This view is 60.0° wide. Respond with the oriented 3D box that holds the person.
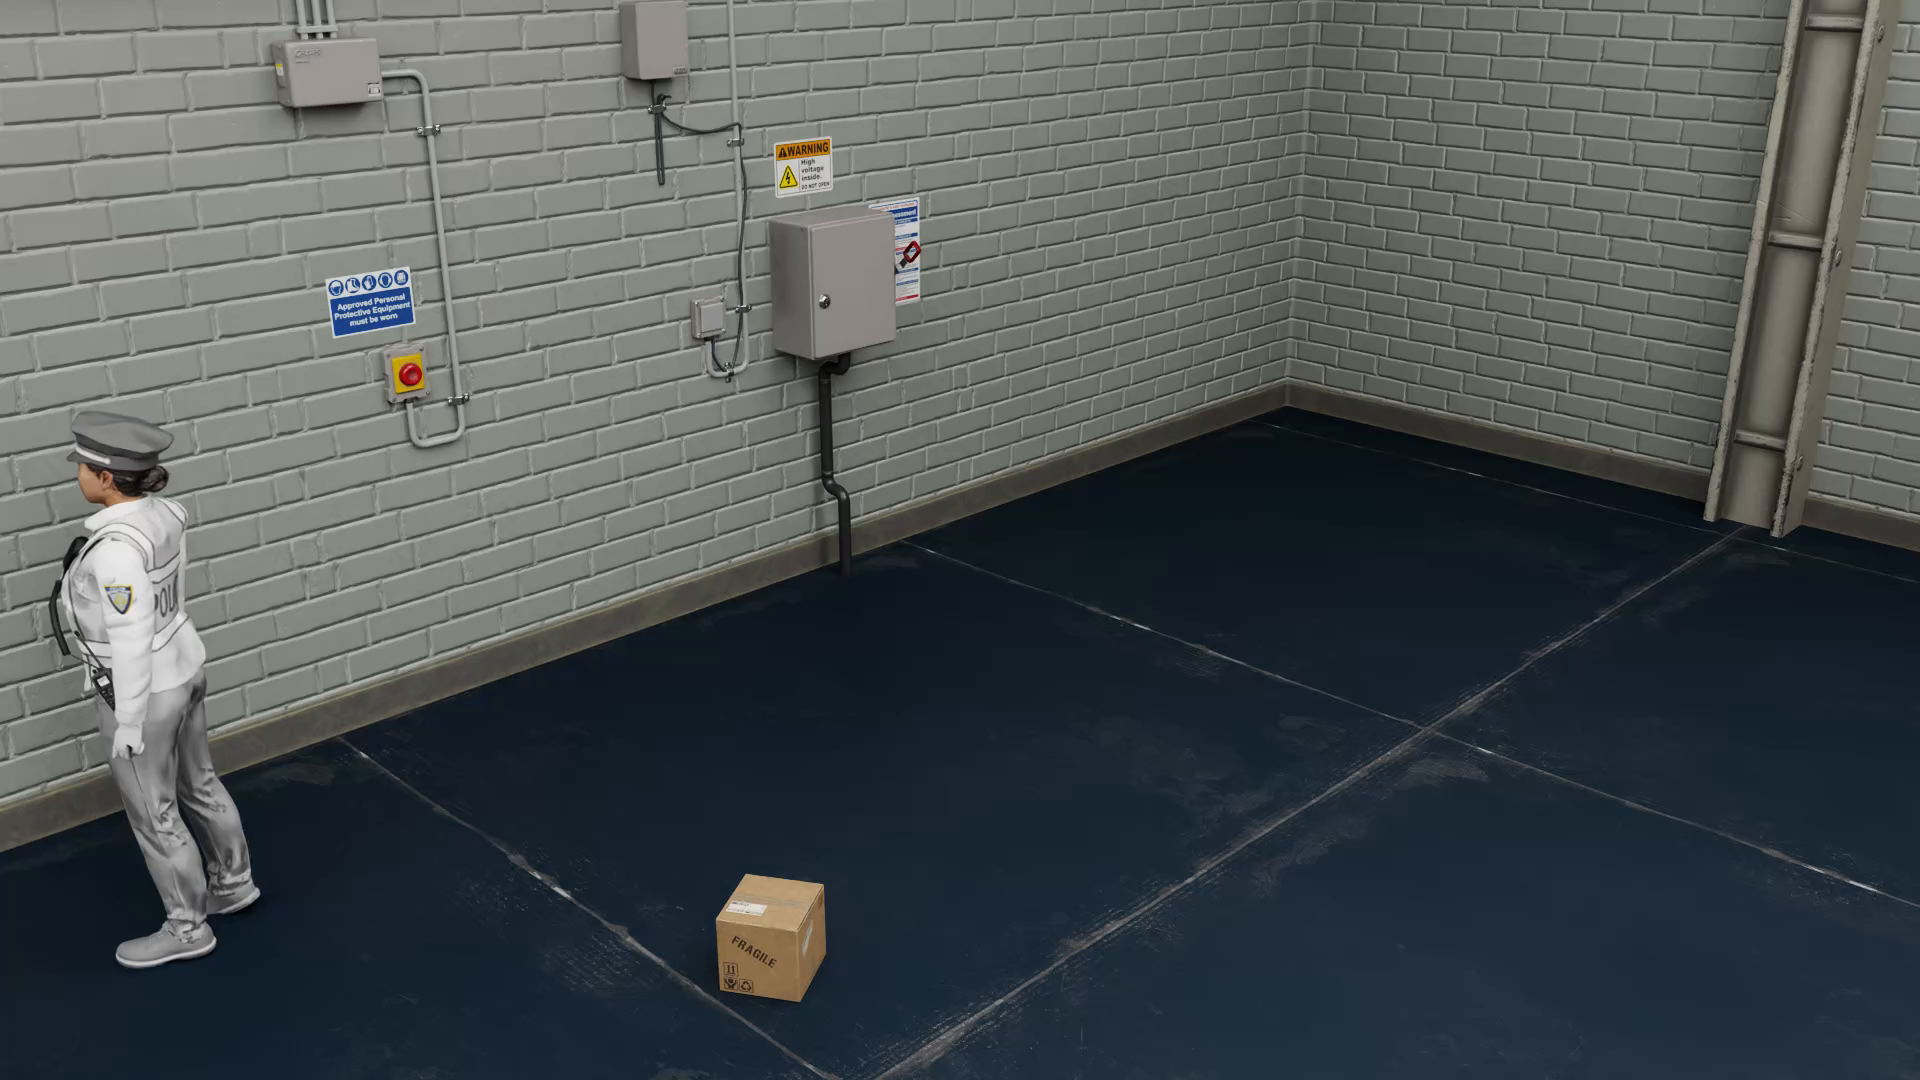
[{"bbox_3d":[-2.394,0.485,4.892,0.357,1.723,0.470,-2,21,-5],"label":"person"}]
